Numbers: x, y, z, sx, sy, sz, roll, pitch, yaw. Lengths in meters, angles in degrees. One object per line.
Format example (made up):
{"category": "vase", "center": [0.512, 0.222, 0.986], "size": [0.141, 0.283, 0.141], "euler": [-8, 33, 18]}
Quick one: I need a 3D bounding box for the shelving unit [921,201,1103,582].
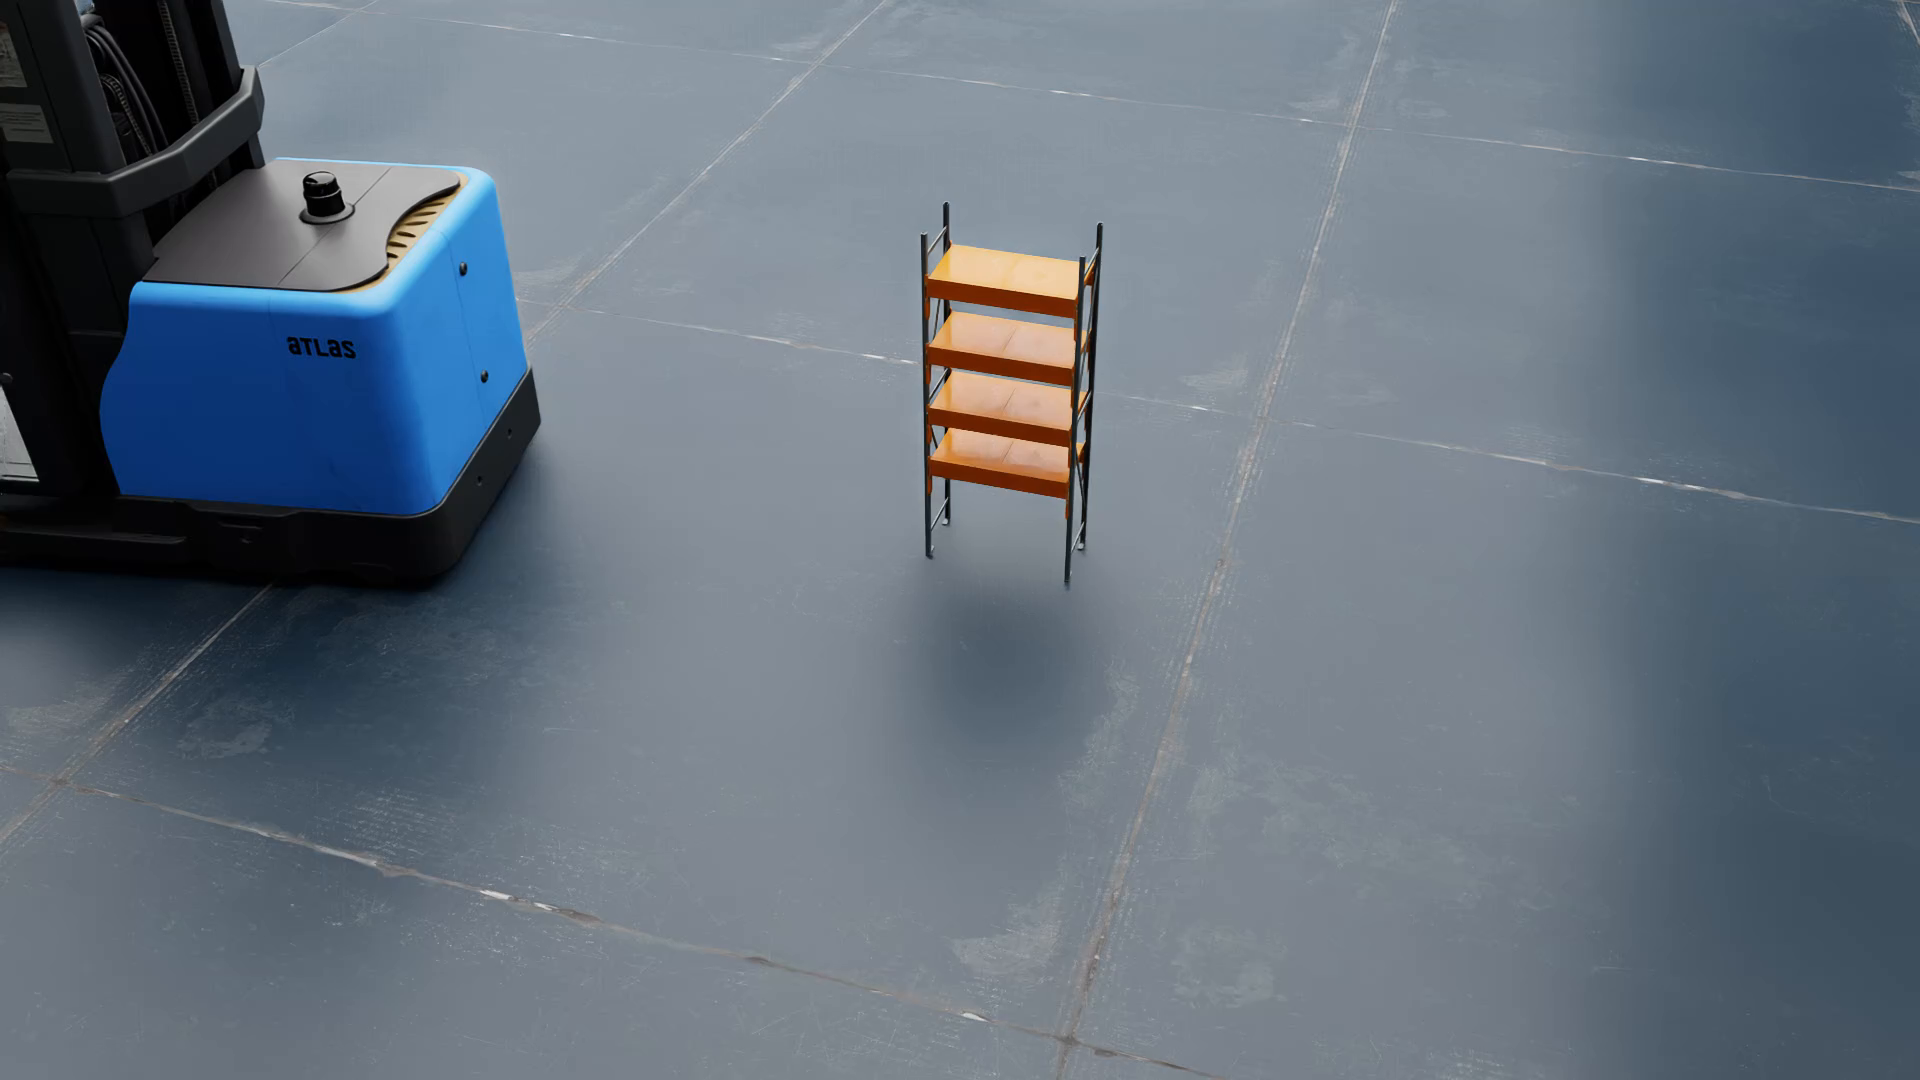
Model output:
{"category": "shelving unit", "center": [0.158, -0.454, 5.355], "size": [0.503, 1.200, 0.258], "euler": [10, 38, 14]}

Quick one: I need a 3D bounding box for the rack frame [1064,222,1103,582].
{"category": "rack frame", "center": [0.391, -0.411, 5.296], "size": [0.015, 1.200, 0.240], "euler": [10, 38, 14]}

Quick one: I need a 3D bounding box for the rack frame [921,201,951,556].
{"category": "rack frame", "center": [-0.075, -0.497, 5.413], "size": [0.015, 1.200, 0.240], "euler": [10, 38, 14]}

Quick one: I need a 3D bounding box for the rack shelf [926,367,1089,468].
{"category": "rack shelf", "center": [0.158, -0.400, 5.394], "size": [0.480, 0.148, 0.258], "euler": [10, 38, 14]}

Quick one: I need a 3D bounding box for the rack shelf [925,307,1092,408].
{"category": "rack shelf", "center": [0.158, -0.580, 5.262], "size": [0.480, 0.148, 0.258], "euler": [10, 38, 14]}

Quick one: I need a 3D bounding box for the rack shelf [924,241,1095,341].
{"category": "rack shelf", "center": [0.158, -0.770, 5.122], "size": [0.480, 0.148, 0.258], "euler": [10, 38, 14]}

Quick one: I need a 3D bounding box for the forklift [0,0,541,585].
{"category": "forklift", "center": [-3.123, -1.412, 5.196], "size": [3.031, 2.935, 1.130], "euler": [4, 37, 6]}

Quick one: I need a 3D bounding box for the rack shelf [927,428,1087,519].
{"category": "rack shelf", "center": [0.158, -0.240, 5.512], "size": [0.480, 0.148, 0.258], "euler": [10, 38, 14]}
